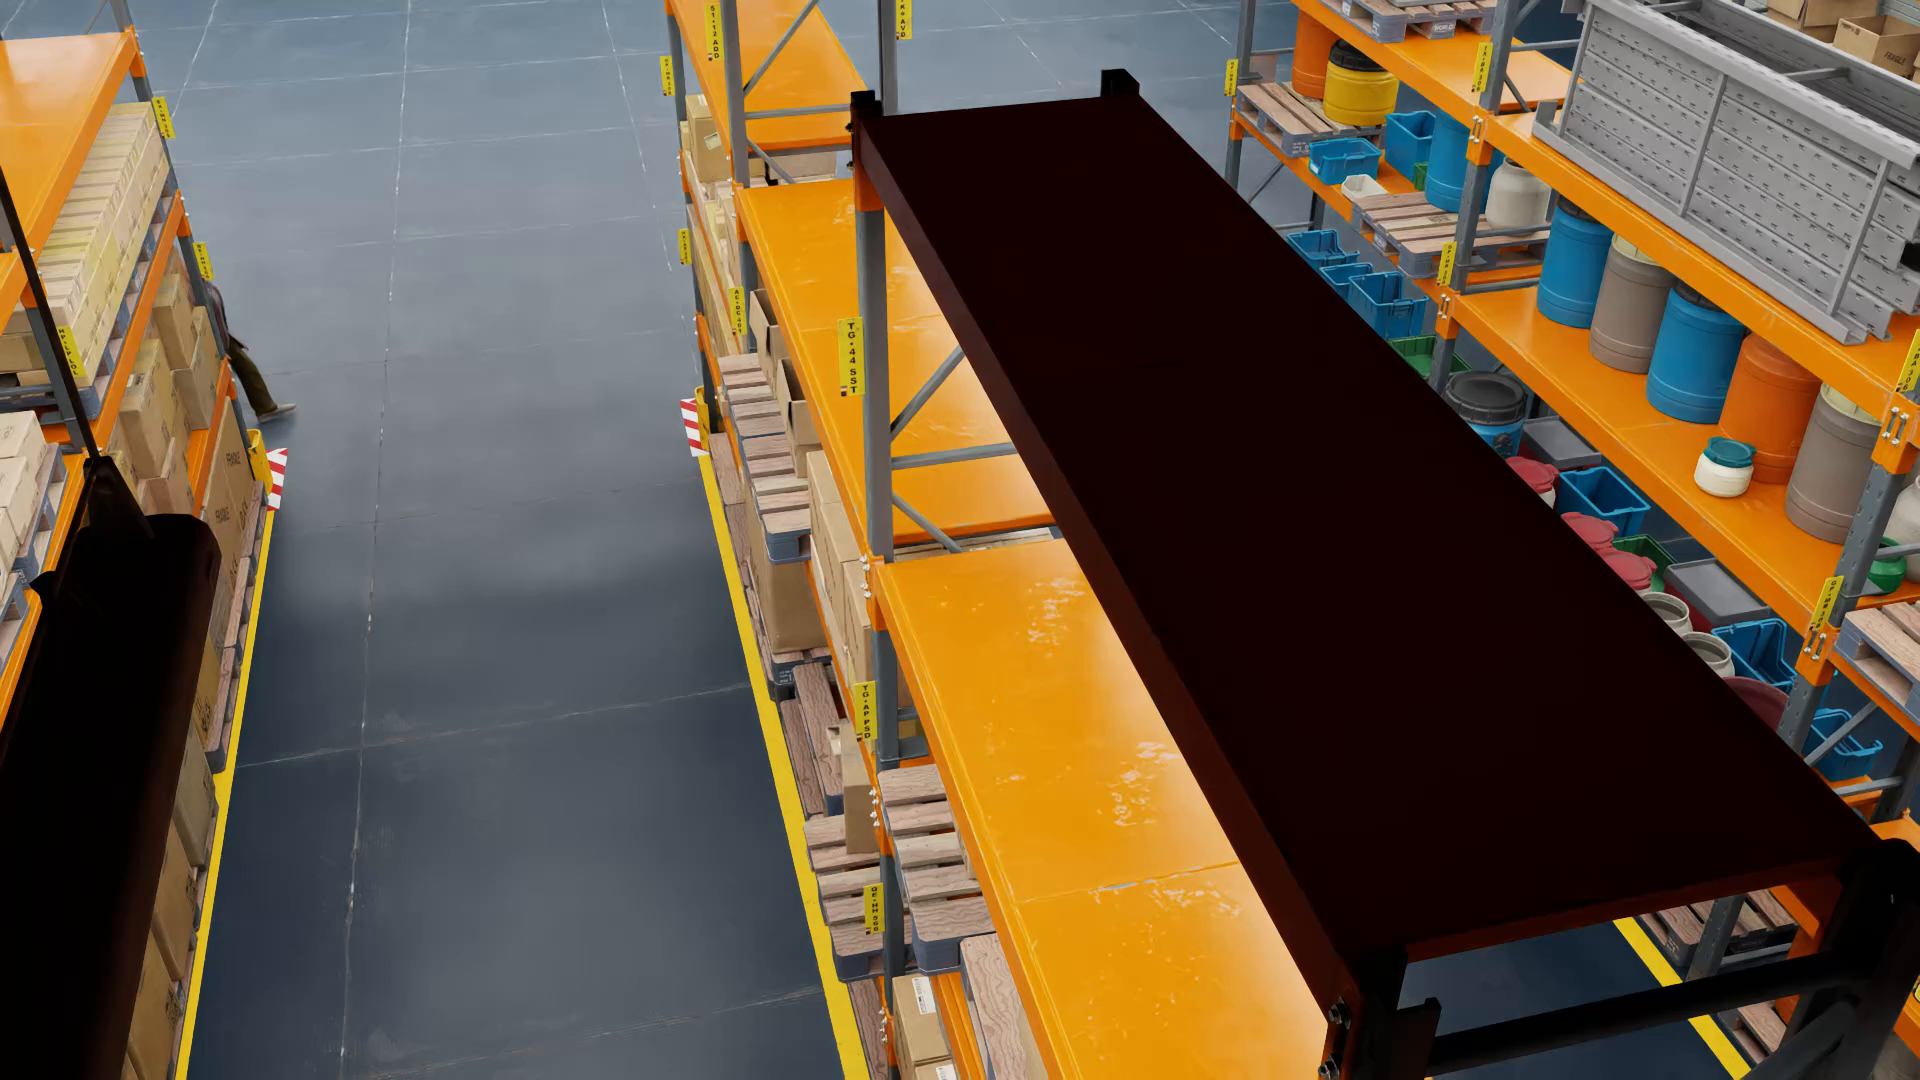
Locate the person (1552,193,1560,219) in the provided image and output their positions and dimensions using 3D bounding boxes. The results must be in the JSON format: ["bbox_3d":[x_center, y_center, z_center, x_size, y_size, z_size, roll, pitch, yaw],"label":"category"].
[{"bbox_3d":[6.394,-3.217,17.212,0.646,1.744,0.505,13,37,18],"label":"person"}]

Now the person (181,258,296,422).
[{"bbox_3d":[-6.831,-1.790,15.161,1.144,1.731,0.581,-8,35,-11],"label":"person"}]
